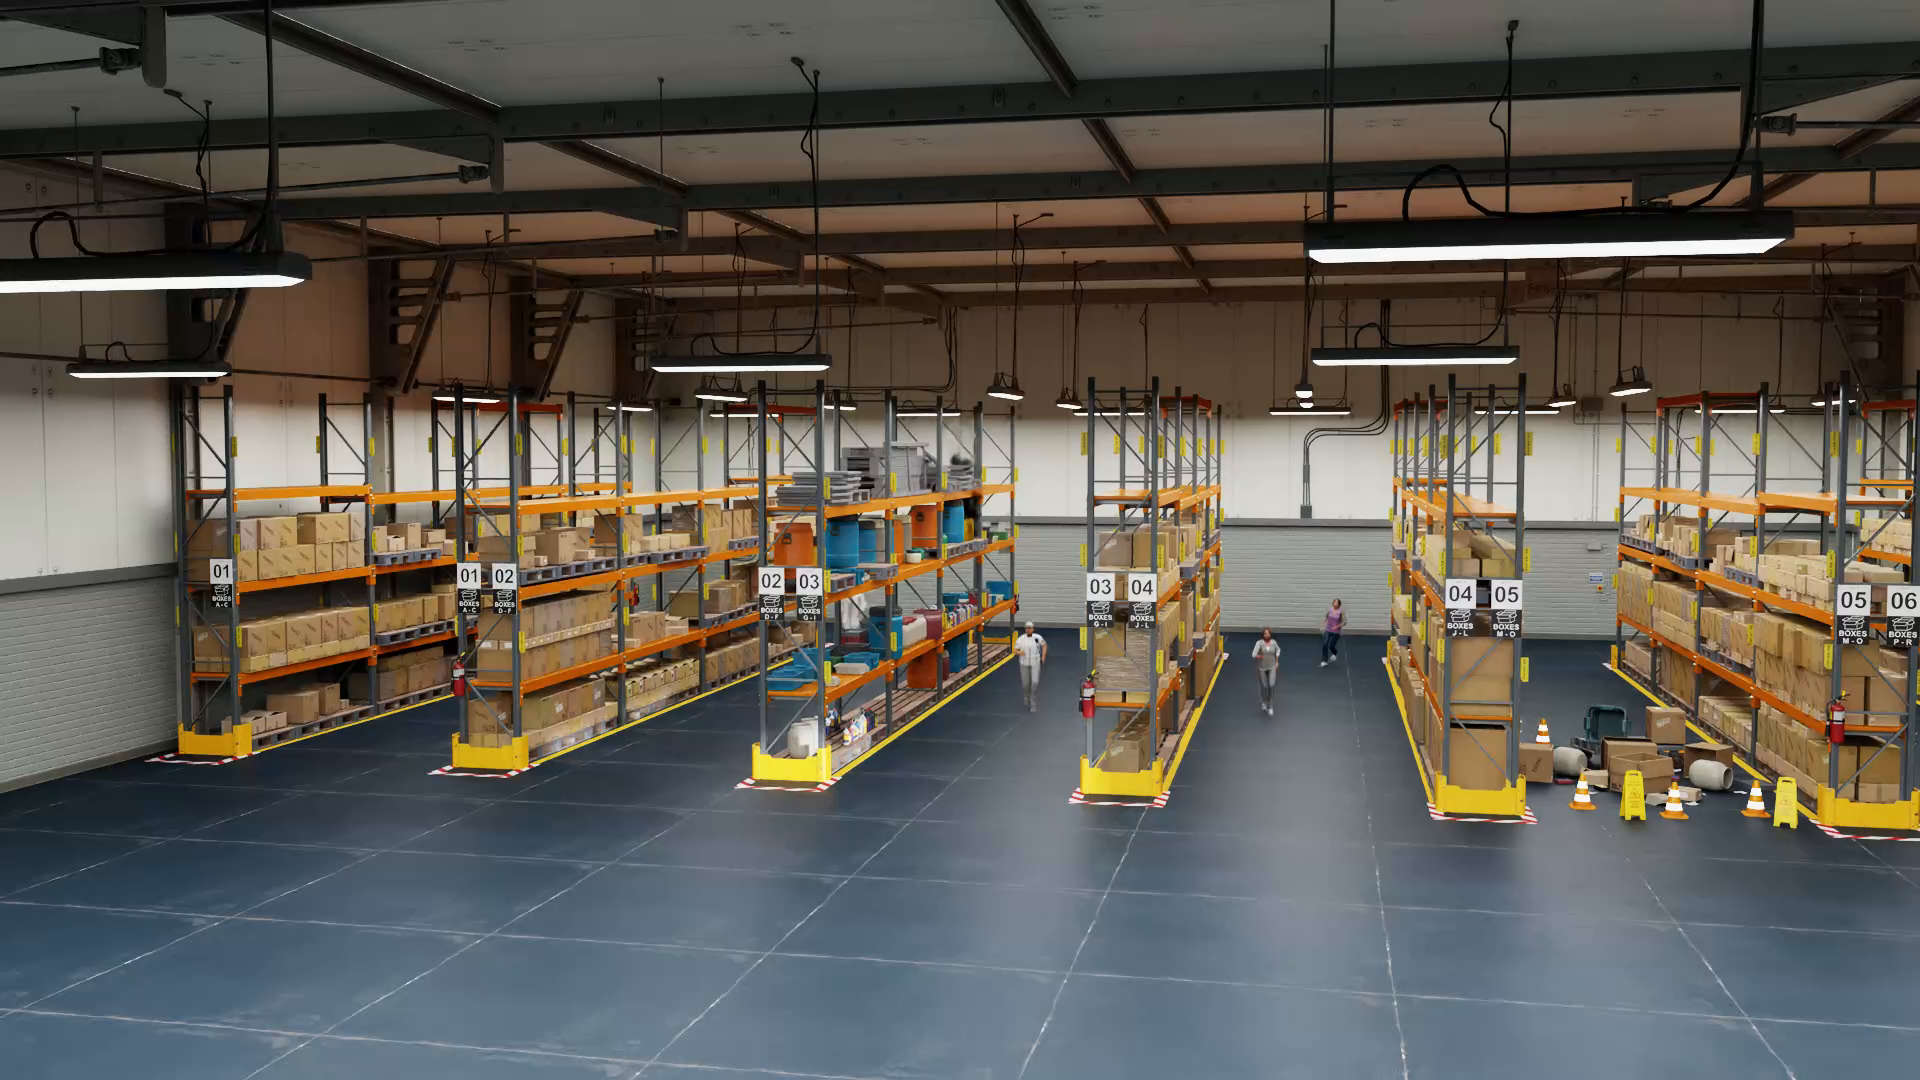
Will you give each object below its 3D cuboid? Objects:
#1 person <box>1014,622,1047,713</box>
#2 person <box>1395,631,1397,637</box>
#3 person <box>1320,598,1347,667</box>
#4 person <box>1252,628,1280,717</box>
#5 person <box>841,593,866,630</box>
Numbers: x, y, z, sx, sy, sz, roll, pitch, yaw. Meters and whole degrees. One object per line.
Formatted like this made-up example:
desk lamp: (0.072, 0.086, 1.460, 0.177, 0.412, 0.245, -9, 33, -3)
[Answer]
person: (1.332, 2.409, 31.665, 0.607, 1.708, 0.845, 0, 3, 7)
person: (10.616, 1.924, 39.757, 0.772, 1.698, 0.879, 1, 3, 14)
person: (8.550, 2.107, 37.990, 0.581, 1.563, 0.761, 2, 4, 32)
person: (5.726, 2.450, 31.125, 0.528, 1.633, 0.750, 0, 3, 9)
person: (-2.576, 1.796, 38.951, 0.698, 1.730, 0.658, 0, 3, 4)
